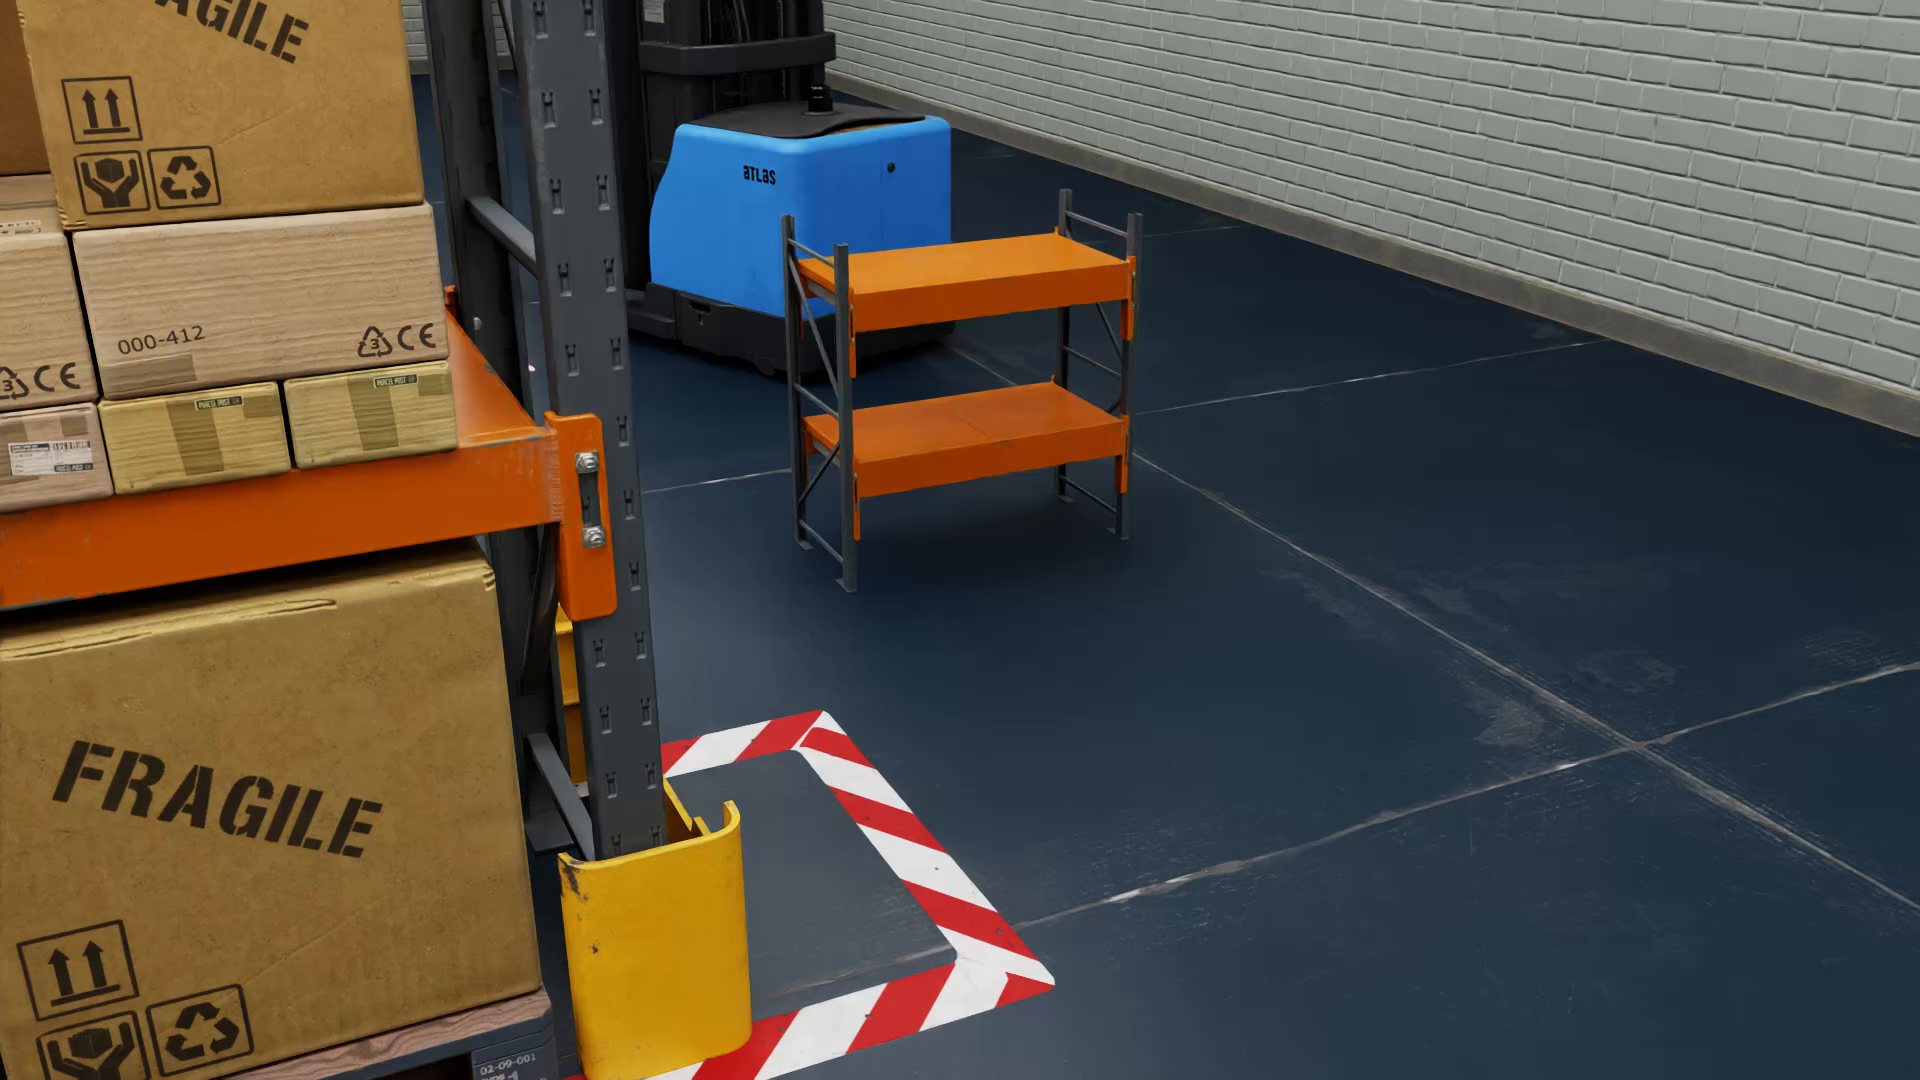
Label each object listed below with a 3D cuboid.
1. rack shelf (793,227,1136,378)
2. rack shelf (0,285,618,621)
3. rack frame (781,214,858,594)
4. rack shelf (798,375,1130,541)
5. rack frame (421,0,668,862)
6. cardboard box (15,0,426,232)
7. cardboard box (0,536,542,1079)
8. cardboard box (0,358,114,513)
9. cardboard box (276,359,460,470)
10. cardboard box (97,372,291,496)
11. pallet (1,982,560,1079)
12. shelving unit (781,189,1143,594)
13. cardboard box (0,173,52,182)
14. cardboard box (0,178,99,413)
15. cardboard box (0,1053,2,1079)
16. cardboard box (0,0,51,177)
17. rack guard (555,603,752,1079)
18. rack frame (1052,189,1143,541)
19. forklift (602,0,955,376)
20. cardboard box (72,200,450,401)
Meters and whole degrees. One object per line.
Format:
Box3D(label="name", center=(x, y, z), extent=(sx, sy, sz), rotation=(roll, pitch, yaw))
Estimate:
Box3D(label="rack shelf", center=(0.006, -0.791, 5.426), extent=(1.000, 0.278, 0.538), rotation=(-10, 25, -24))
Box3D(label="rack shelf", center=(-2.628, 0.114, 2.493), extent=(4.000, 0.370, 1.077), rotation=(-10, 25, -24))
Box3D(label="rack frame", center=(-0.452, -0.437, 5.334), extent=(0.032, 1.125, 0.500), rotation=(-10, 25, -24))
Box3D(label="rack shelf", center=(0.006, -0.295, 5.631), extent=(1.000, 0.278, 0.538), rotation=(-10, 25, -24))
Box3D(label="rack frame", center=(-0.826, -0.550, 3.156), extent=(0.127, 3.000, 1.000), rotation=(-10, 25, -24))
Box3D(label="cardboard box", center=(-1.151, -0.793, 2.571), extent=(0.500, 0.500, 0.500), rotation=(-10, 25, -23))
Box3D(label="cardboard box", center=(-1.368, 0.372, 3.159), extent=(0.875, 0.875, 0.875), rotation=(-10, 25, -24))
Box3D(label="cardboard box", center=(-1.466, -0.176, 2.582), extent=(0.250, 0.149, 0.380), rotation=(-10, 25, -23))
Box3D(label="cardboard box", center=(-1.004, -0.261, 2.788), extent=(0.250, 0.149, 0.380), rotation=(-10, 24, -23))
Box3D(label="cardboard box", center=(-1.238, -0.218, 2.682), extent=(0.250, 0.149, 0.380), rotation=(-10, 25, -23))
Box3D(label="pallet", center=(-1.513, 0.898, 3.304), extent=(1.213, 0.211, 1.003), rotation=(-10, 25, -24))
Box3D(label="shelving unit", center=(0.006, -0.521, 5.538), extent=(1.048, 1.125, 0.538), rotation=(-10, 25, -24))
Box3D(label="cardboard box", center=(-1.841, -0.543, 2.947), extent=(0.500, 0.250, 0.500), rotation=(-11, 25, -24))
Box3D(label="cardboard box", center=(-1.605, -0.362, 2.510), extent=(0.500, 0.250, 0.500), rotation=(-11, 25, -25))
Box3D(label="cardboard box", center=(-2.188, 0.523, 2.795), extent=(0.875, 0.875, 0.875), rotation=(-10, 25, -24))
Box3D(label="cardboard box", center=(-1.826, -0.895, 2.817), extent=(0.500, 0.500, 0.500), rotation=(-11, 25, -25))
Box3D(label="rack guard", center=(-0.805, 0.601, 3.644), extent=(0.348, 0.500, 1.175), rotation=(-10, 25, -24))
Box3D(label="rack frame", center=(0.464, -0.605, 5.741), extent=(0.032, 1.125, 0.500), rotation=(-10, 25, -24))
Box3D(label="forklift", center=(-1.441, -2.548, 8.074), extent=(3.031, 2.935, 1.130), rotation=(20, 30, 39))
Box3D(label="cardboard box", center=(-1.148, -0.446, 2.713), extent=(0.500, 0.250, 0.500), rotation=(-11, 25, -24))
